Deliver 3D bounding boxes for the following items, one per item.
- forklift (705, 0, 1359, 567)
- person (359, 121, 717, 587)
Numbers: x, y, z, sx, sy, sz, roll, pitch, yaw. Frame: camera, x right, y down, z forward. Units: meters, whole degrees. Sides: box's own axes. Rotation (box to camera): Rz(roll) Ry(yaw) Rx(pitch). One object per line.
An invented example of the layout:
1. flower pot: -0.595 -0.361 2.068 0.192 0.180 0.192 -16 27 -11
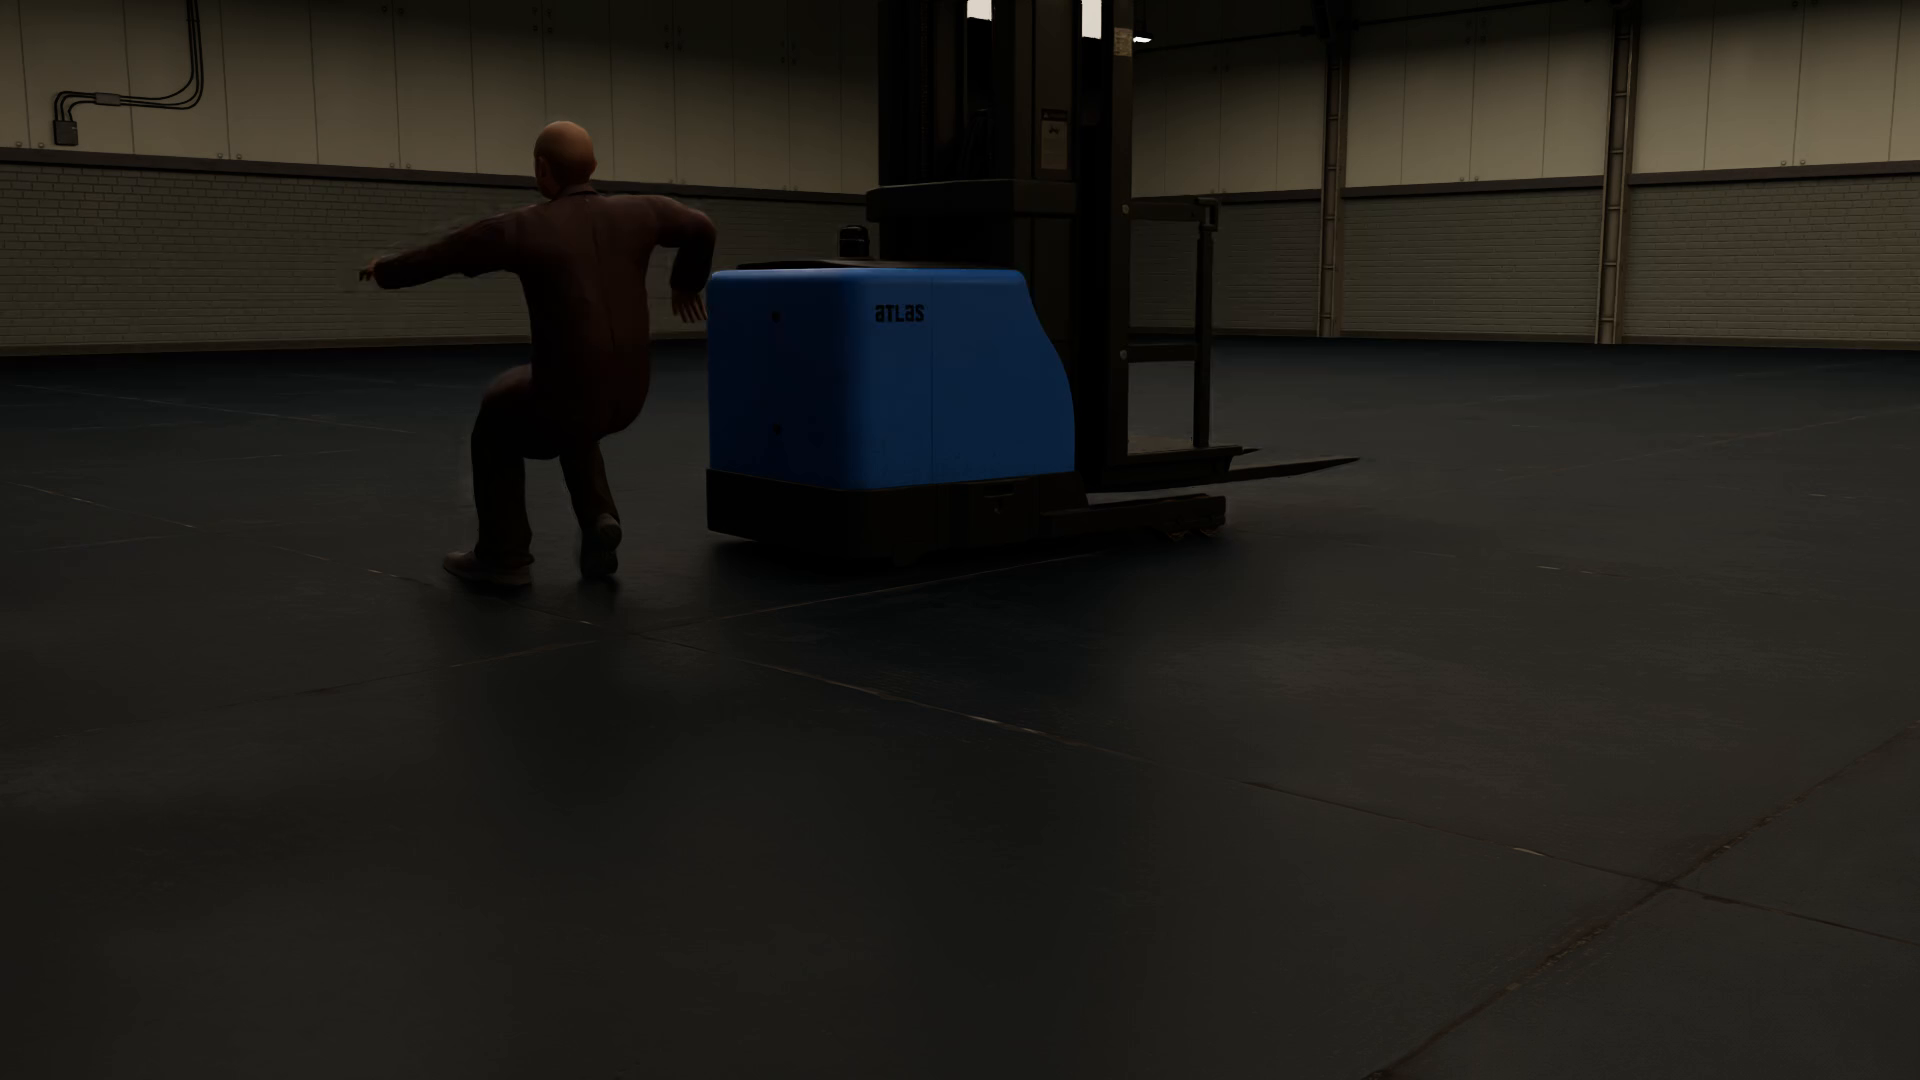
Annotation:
1. forklift: 0.473 -1.507 6.881 3.031 2.935 1.130 -7 11 -38
2. person: -1.354 -0.593 5.563 0.872 1.522 1.118 8 12 43
